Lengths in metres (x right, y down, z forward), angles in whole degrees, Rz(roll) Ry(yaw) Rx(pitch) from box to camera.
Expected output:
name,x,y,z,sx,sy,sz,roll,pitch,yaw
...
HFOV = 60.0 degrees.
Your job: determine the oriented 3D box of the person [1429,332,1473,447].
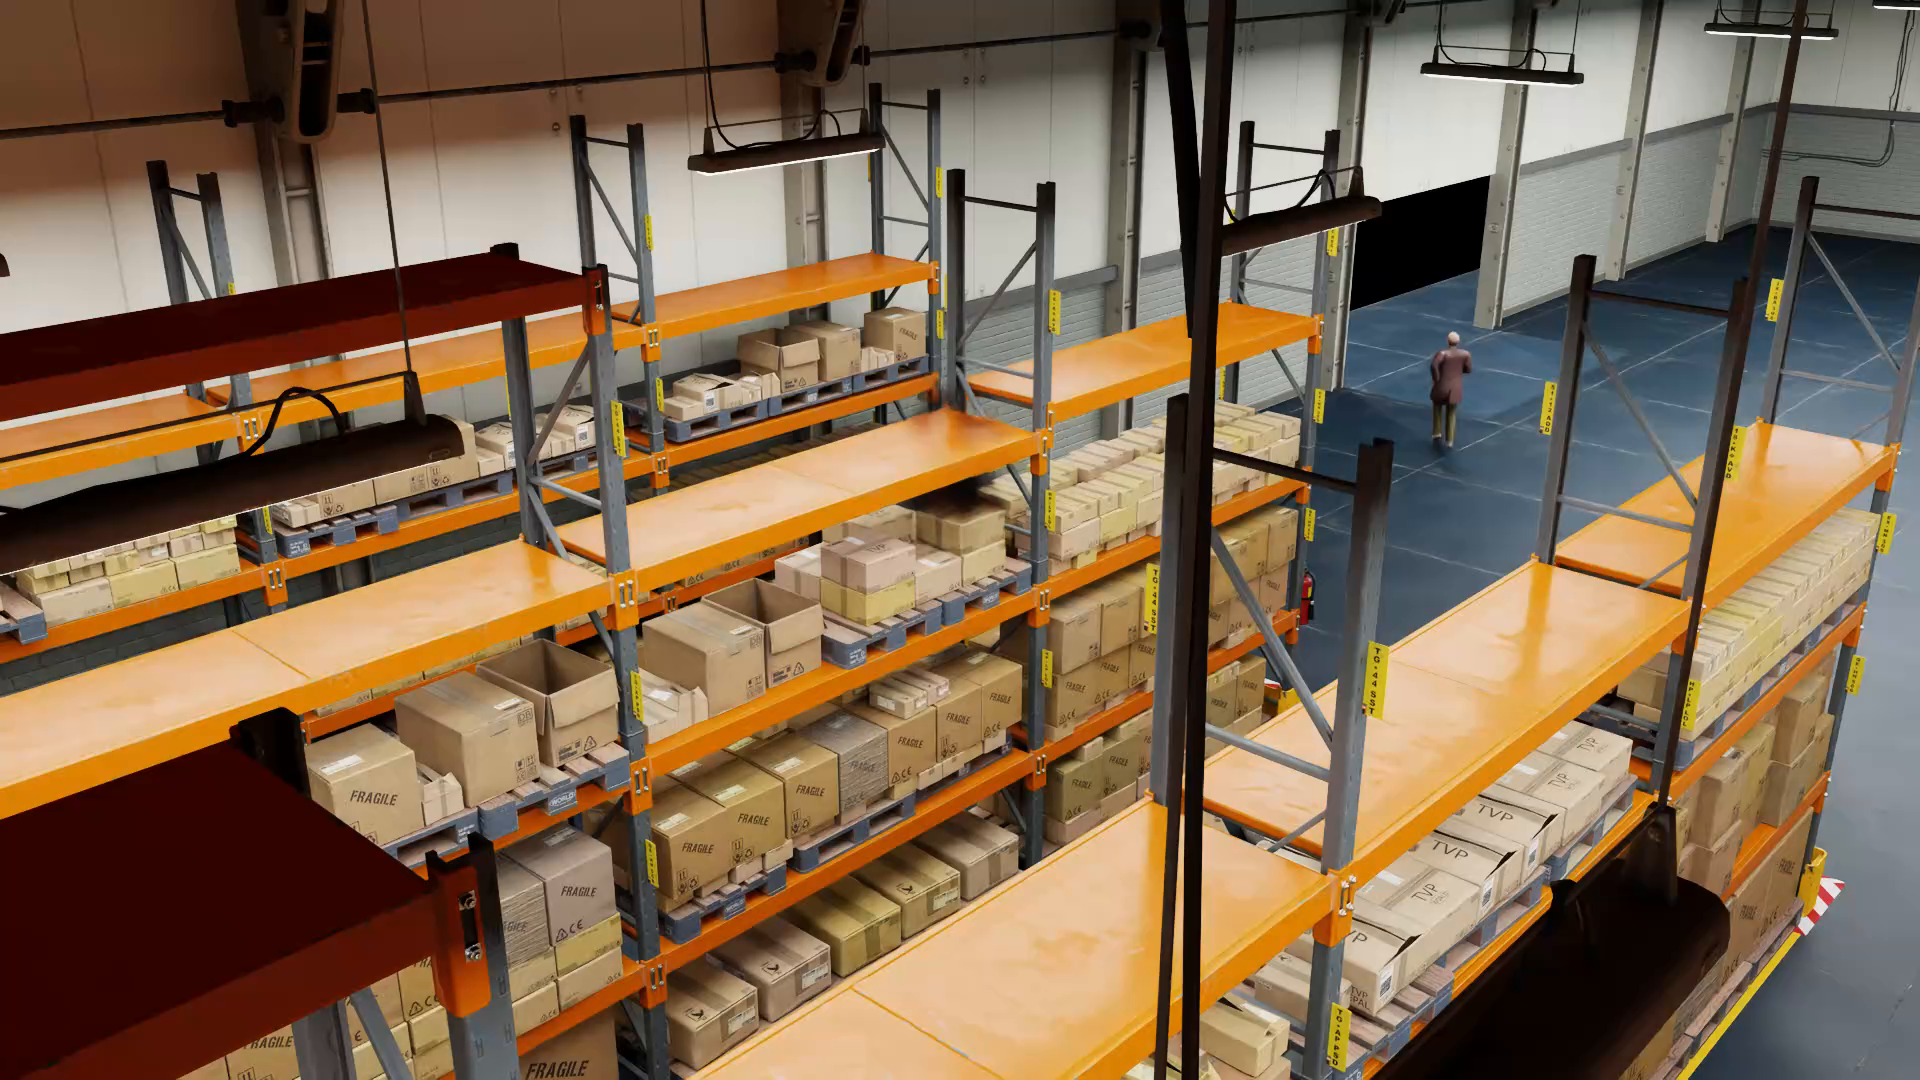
name,x,y,z,sx,sy,sz,roll,pitch,yaw
person,7.456,-2.279,25.429,0.698,1.834,0.818,2,21,5
